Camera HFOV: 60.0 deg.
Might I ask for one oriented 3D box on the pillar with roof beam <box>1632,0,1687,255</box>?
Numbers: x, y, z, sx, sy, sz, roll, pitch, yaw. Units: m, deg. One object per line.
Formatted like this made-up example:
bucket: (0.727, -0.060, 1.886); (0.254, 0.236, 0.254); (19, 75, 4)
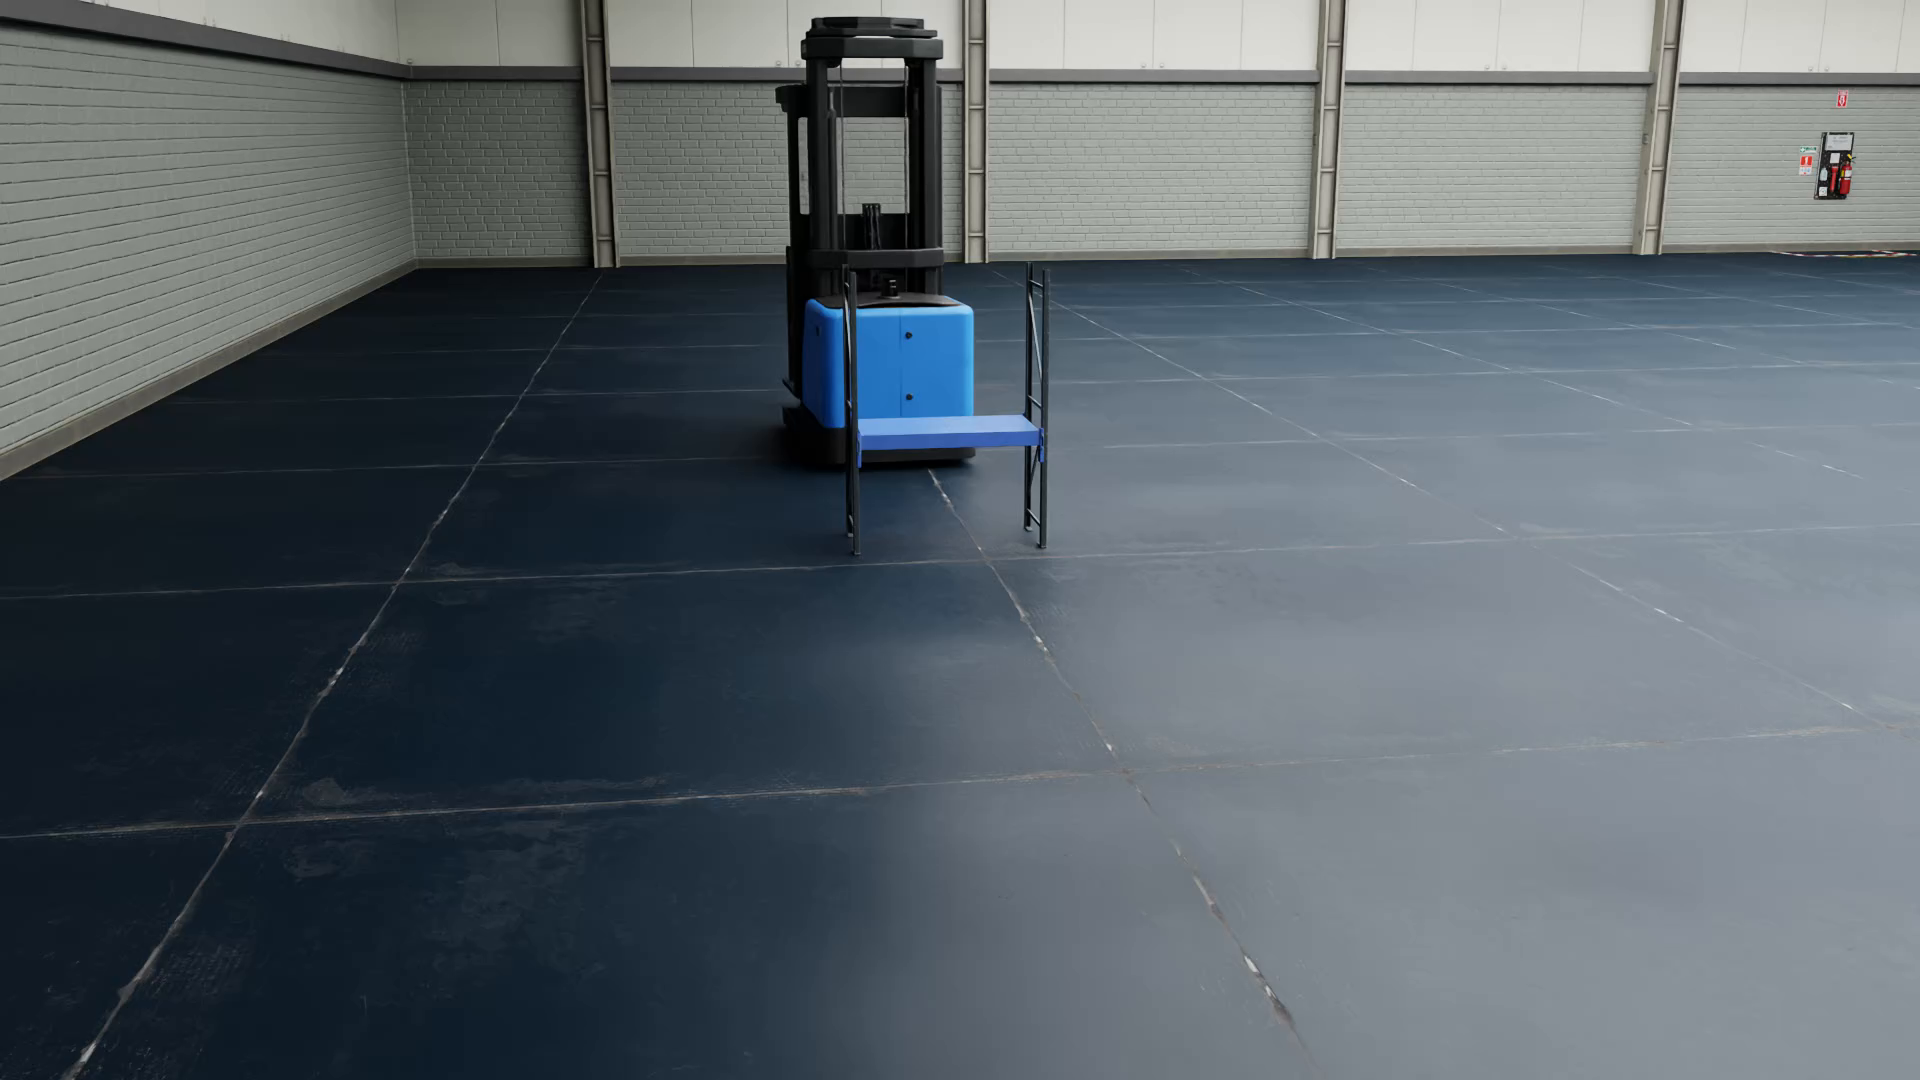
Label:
pillar with roof beam: (12.761, -8.382, 24.144); (0.400, 9.000, 9.100); (-2, 14, -8)

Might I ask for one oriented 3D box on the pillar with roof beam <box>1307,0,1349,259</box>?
pillar with roof beam: (6.828, -8.164, 23.277); (0.400, 9.000, 9.100); (-2, 14, -8)

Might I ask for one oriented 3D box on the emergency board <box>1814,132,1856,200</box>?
emergency board: (15.603, -6.644, 29.549); (0.643, 1.169, 0.194); (-2, 14, -8)

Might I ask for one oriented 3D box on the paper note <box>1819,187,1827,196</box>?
paper note: (15.418, -6.227, 29.697); (0.142, 0.148, 0.016); (-2, 14, -8)

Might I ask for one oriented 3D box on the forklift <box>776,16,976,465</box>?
forklift: (-0.722, -2.231, 12.093); (1.130, 2.935, 3.031); (-3, 14, -12)

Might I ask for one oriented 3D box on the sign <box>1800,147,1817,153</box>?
sign: (15.047, -6.921, 29.492); (0.331, 0.109, 0.001); (-2, 14, -8)

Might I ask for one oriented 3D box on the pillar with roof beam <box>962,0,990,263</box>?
pillar with roof beam: (0.895, -7.947, 22.410); (0.400, 9.000, 9.100); (-2, 14, -8)

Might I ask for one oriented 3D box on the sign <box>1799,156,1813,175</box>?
sign: (15.041, -6.666, 29.564); (0.234, 0.329, 0.001); (-2, 14, -8)

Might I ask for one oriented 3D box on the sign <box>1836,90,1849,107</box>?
sign: (15.580, -7.792, 29.362); (0.199, 0.298, 0.001); (-2, 14, -8)

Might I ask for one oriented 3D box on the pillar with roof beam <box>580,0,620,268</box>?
pillar with roof beam: (-5.038, -7.729, 21.543); (0.400, 9.000, 9.100); (-2, 14, -8)

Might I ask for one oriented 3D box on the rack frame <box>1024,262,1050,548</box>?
rack frame: (0.418, -0.743, 9.101); (0.032, 1.500, 0.500); (-2, 14, -8)

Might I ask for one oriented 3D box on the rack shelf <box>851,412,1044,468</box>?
rack shelf: (-0.084, -0.550, 9.071); (1.000, 0.185, 0.538); (-2, 14, -8)

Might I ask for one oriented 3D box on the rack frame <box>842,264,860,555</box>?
rack frame: (-0.587, -0.706, 8.954); (0.032, 1.500, 0.500); (-2, 14, -8)

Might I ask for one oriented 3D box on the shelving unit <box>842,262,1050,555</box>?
shelving unit: (-0.084, -0.724, 9.027); (1.048, 1.500, 0.538); (-2, 14, -8)
